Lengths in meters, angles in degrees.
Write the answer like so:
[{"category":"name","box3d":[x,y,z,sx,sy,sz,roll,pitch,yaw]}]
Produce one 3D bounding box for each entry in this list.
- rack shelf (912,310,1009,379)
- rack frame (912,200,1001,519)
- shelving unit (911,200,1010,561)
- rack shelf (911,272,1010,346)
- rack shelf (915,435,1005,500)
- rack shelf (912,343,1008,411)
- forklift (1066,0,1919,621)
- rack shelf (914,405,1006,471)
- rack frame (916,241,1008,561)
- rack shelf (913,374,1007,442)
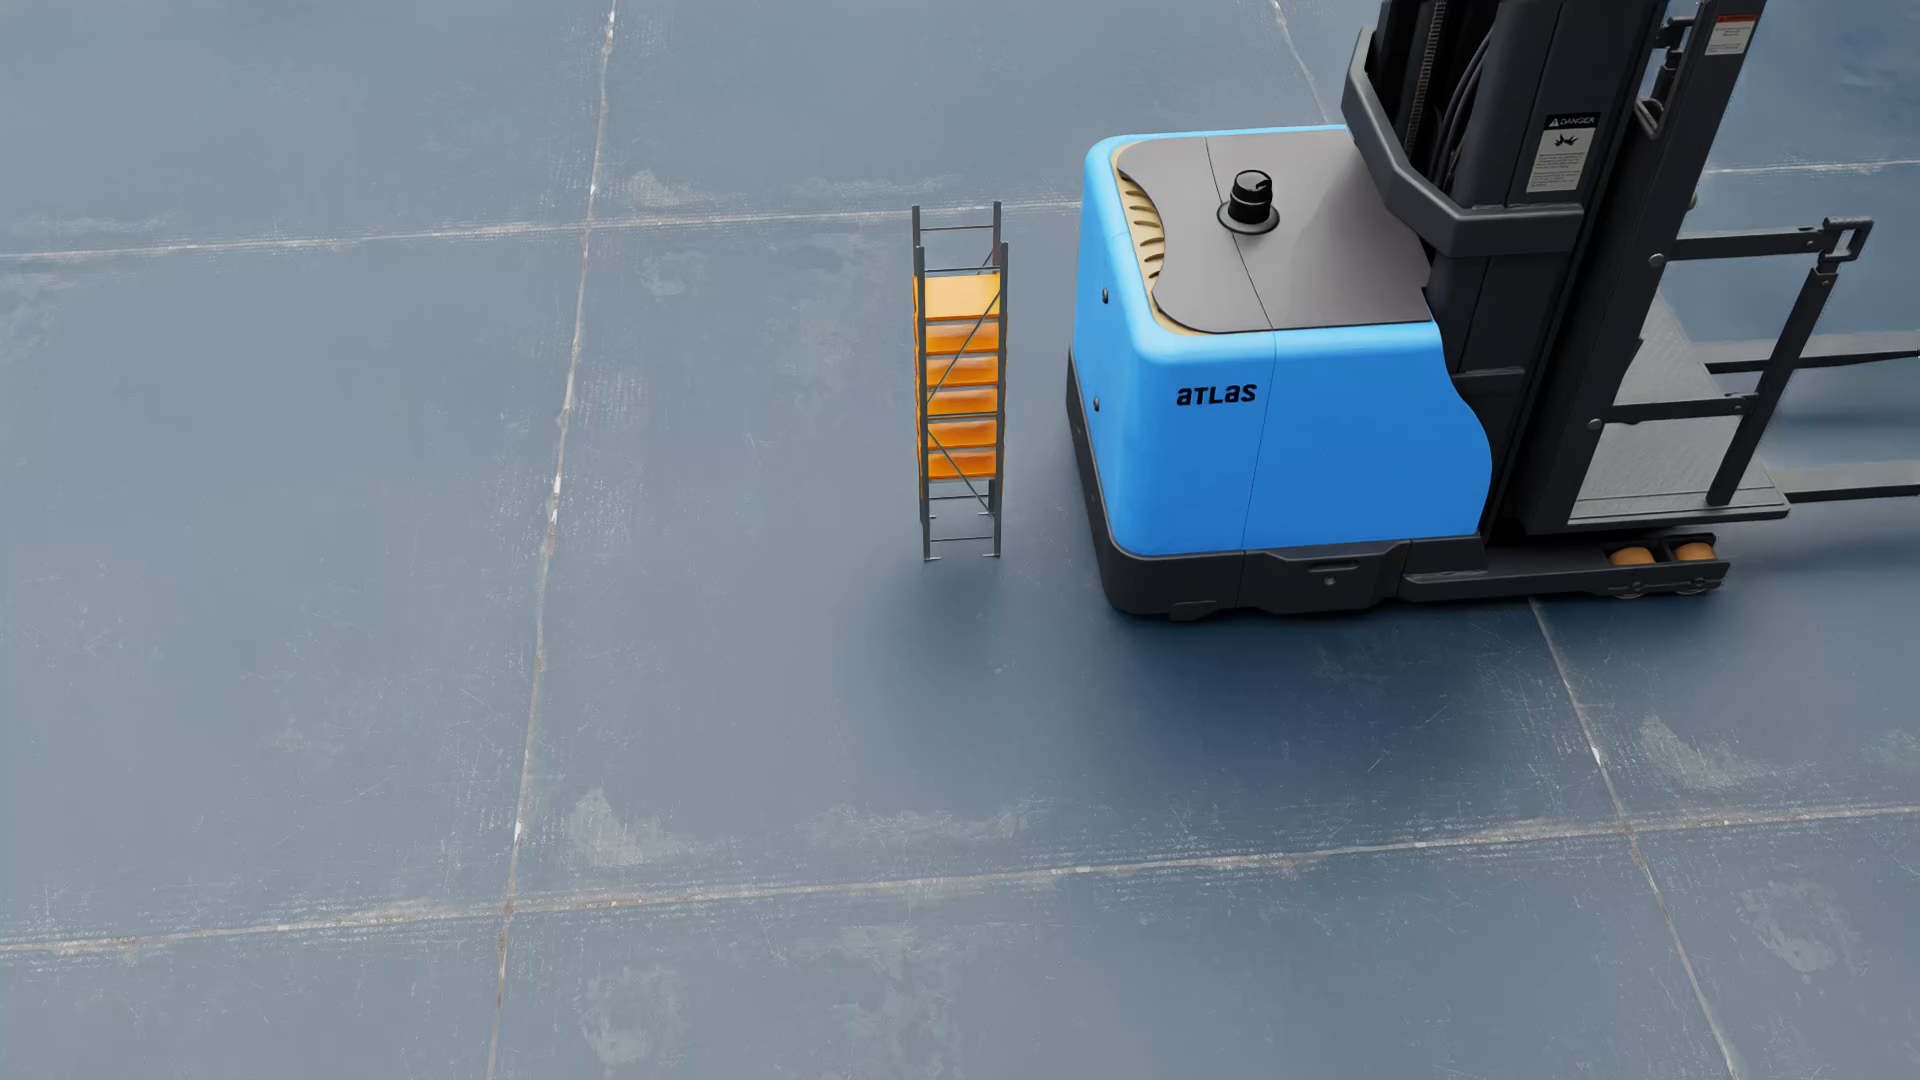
[{"category":"rack shelf","box3d":[-0.001,-0.558,4.682,0.258,0.103,0.180,-3,47,-3]},{"category":"rack frame","box3d":[-0.009,-0.489,4.887,0.240,1.200,0.006,-3,47,-3]},{"category":"shelving unit","box3d":[-0.001,-0.423,4.824,0.258,1.200,0.189,-3,47,-3]},{"category":"rack shelf","box3d":[-0.001,-0.640,4.595,0.258,0.103,0.180,-3,47,-3]},{"category":"rack shelf","box3d":[-0.001,-0.227,5.031,0.258,0.103,0.180,-3,47,-3]},{"category":"rack shelf","box3d":[-0.001,-0.475,4.769,0.258,0.103,0.180,-3,47,-3]},{"category":"forklift","box3d":[1.903,-1.210,4.378,3.031,2.935,1.130,-4,47,-4]},{"category":"rack shelf","box3d":[-0.001,-0.310,4.944,0.258,0.103,0.180,-3,47,-3]},{"category":"rack frame","box3d":[0.006,-0.357,4.762,0.240,1.200,0.006,-3,47,-3]},{"category":"rack shelf","box3d":[-0.001,-0.392,4.857,0.258,0.103,0.180,-3,47,-3]}]
